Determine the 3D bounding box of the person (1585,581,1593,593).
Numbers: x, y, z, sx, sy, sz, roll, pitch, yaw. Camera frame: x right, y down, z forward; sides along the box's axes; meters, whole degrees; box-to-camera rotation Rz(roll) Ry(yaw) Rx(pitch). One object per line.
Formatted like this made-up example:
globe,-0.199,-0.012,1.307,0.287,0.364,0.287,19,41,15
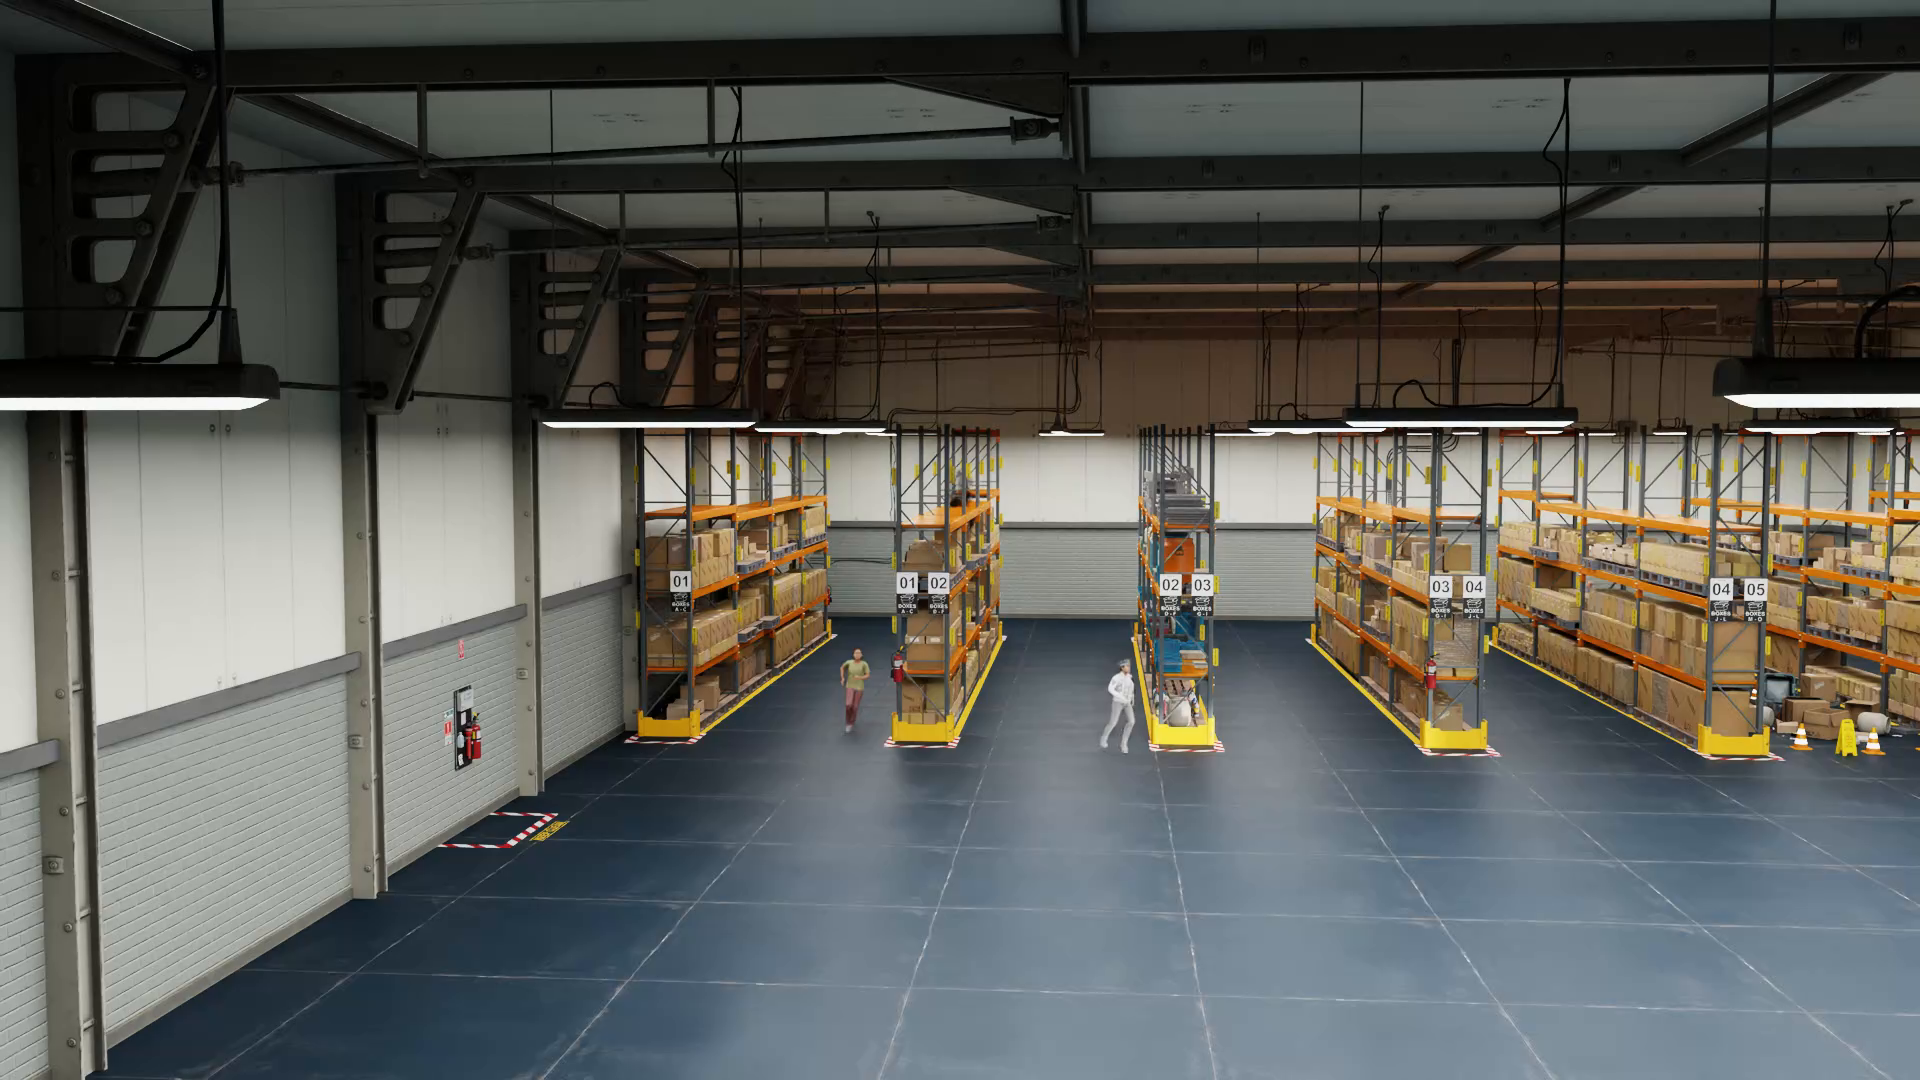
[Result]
person,17.971,1.997,47.411,0.580,1.690,0.683,0,4,7

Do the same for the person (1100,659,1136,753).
person,2.982,3.035,30.638,0.682,1.707,0.673,-2,4,-31

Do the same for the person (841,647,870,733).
person,-2.040,2.925,32.489,0.559,1.666,0.674,0,3,-6
